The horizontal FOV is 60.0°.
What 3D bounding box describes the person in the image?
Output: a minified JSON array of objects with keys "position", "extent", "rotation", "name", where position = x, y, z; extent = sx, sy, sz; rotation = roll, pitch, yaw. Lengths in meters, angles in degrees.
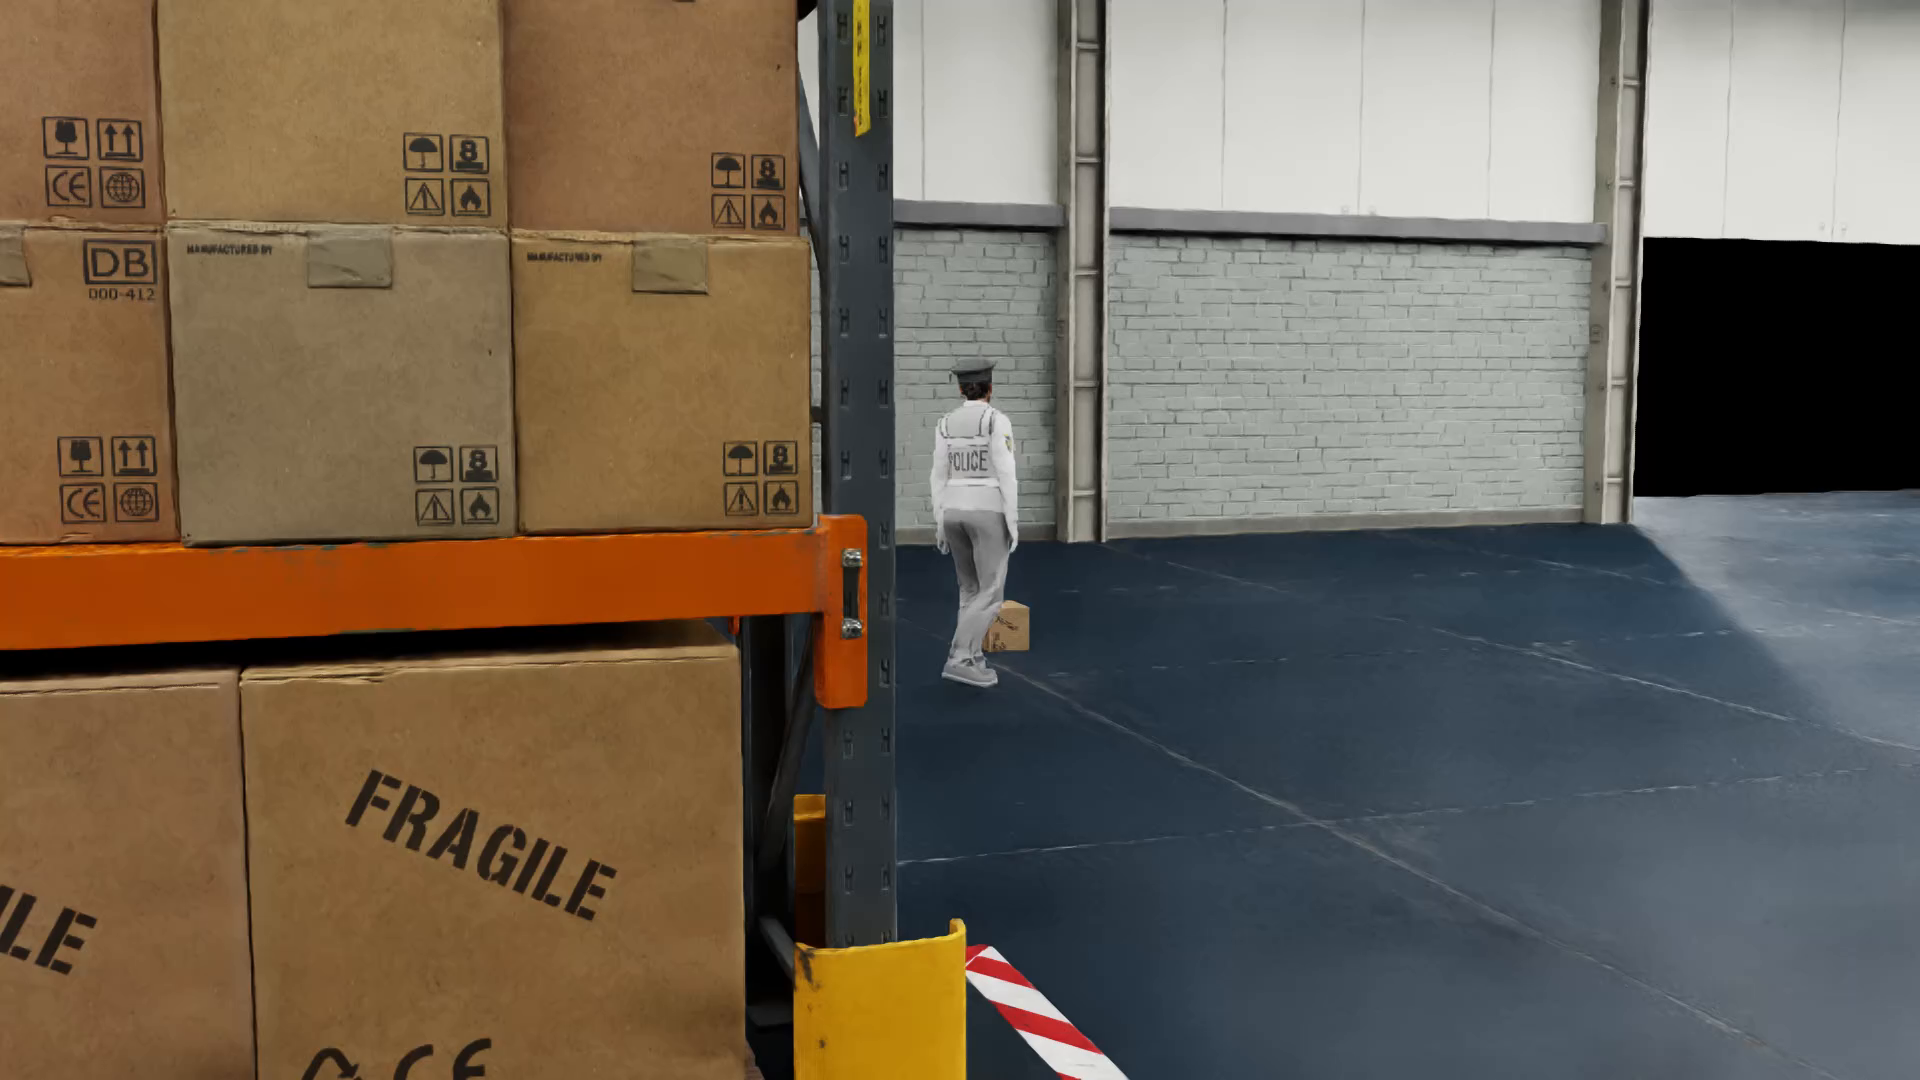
[{"position":[0.038,-0.086,8.348],"extent":[0.509,1.667,0.561],"rotation":[5,8,38],"name":"person"}]
